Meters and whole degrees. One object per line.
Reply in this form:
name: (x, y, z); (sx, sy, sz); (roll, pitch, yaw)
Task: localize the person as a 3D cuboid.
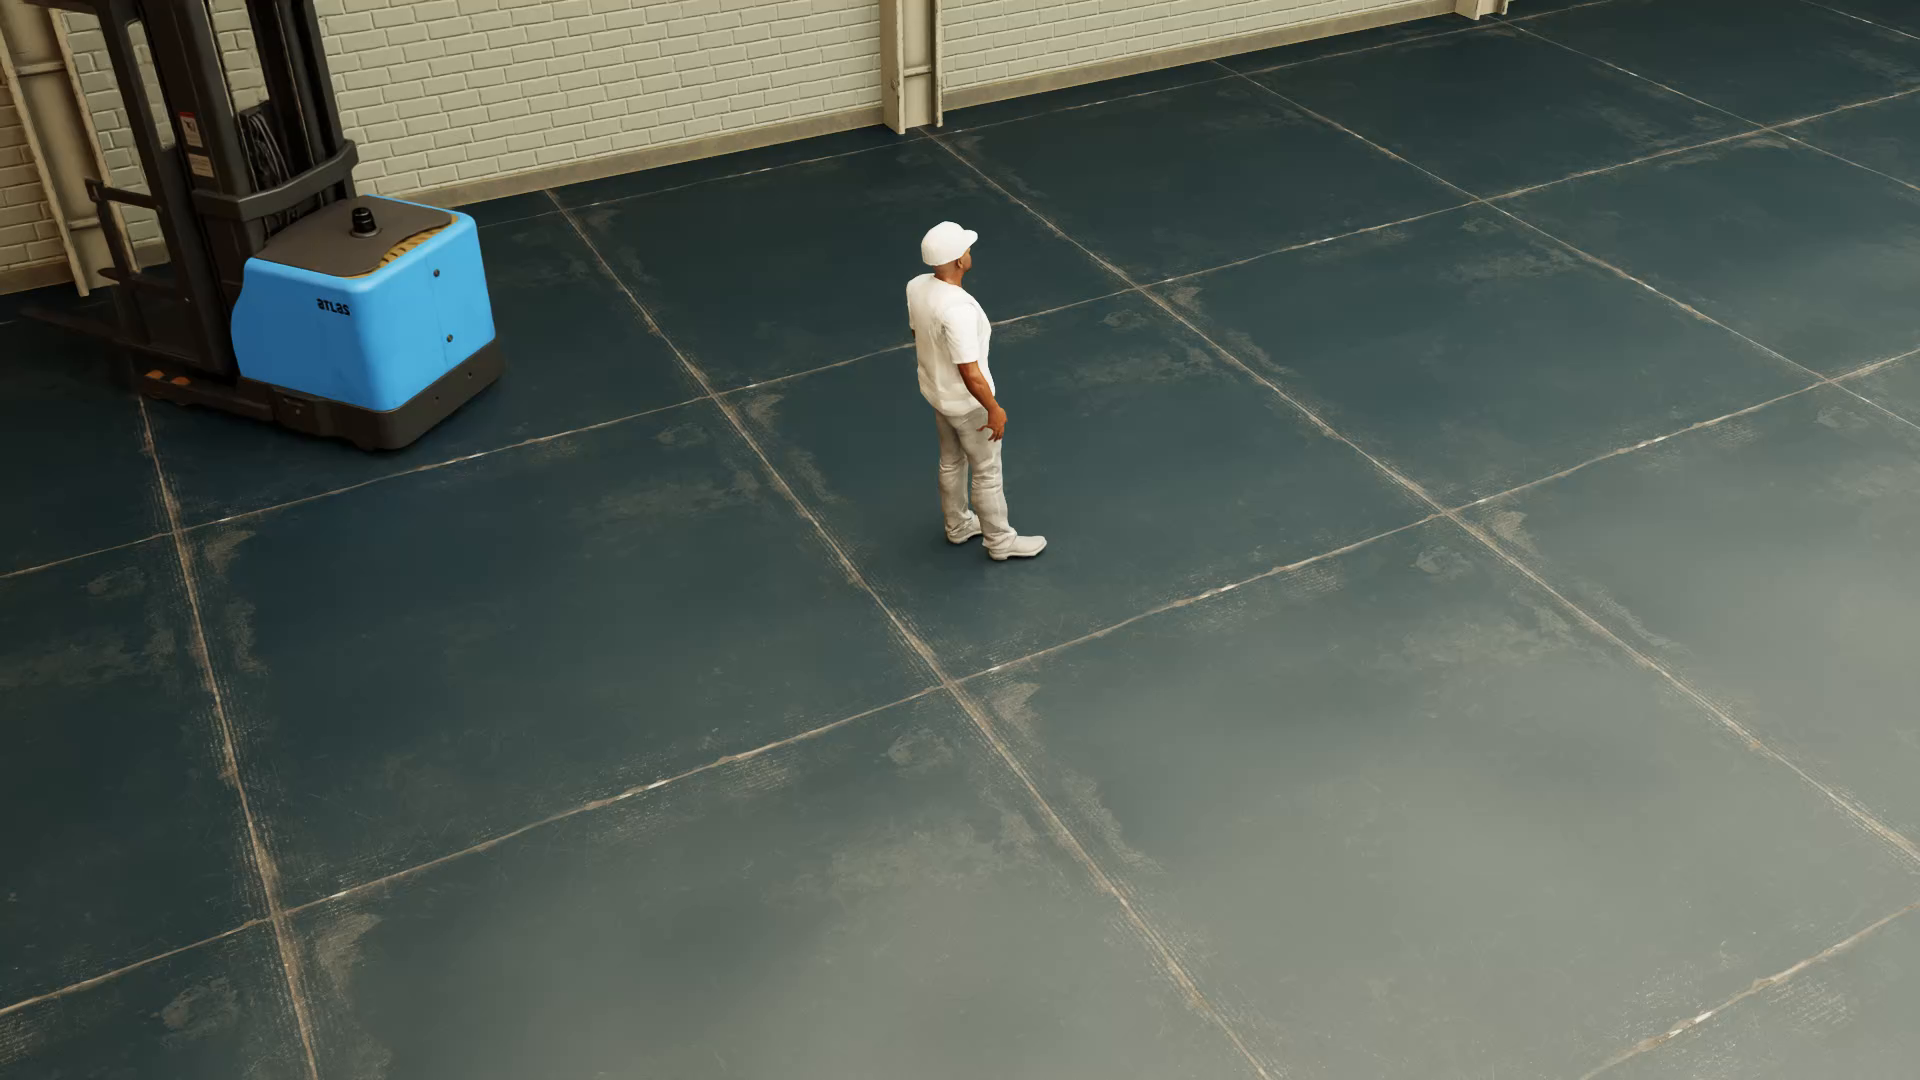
person: (0.064, -0.743, 8.172); (0.575, 1.768, 0.666); (-17, 39, -23)

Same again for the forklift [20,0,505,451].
forklift: (-4.293, -2.250, 9.306); (3.031, 2.935, 1.130); (14, 38, 19)
